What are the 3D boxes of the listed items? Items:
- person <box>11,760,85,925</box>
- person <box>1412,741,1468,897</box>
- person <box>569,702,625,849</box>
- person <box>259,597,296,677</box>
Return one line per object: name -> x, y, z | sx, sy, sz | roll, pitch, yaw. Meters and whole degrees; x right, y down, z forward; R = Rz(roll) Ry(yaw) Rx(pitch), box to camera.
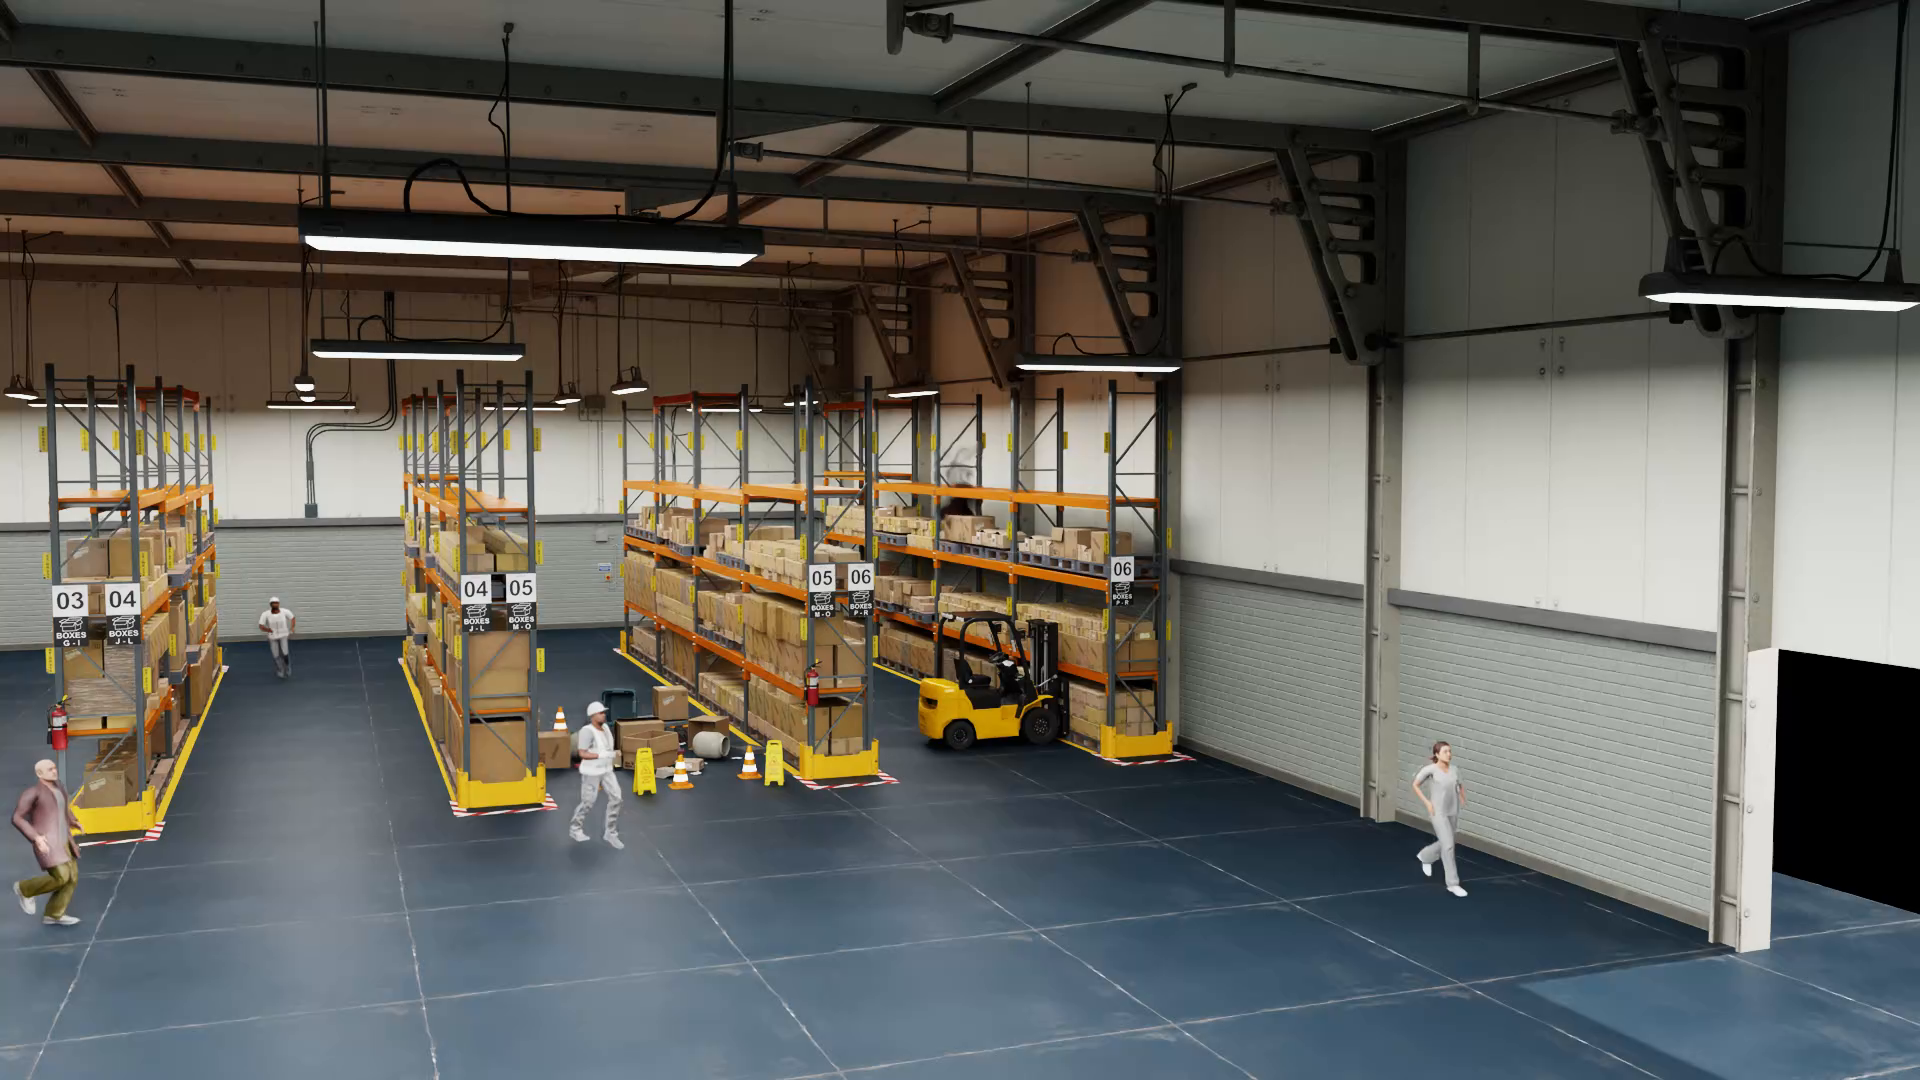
person -> -9.470, 3.135, 17.271 | 0.631, 1.726, 0.726 | 1, 3, 9
person -> 5.383, 3.070, 18.591 | 0.577, 1.649, 0.914 | -1, 4, -22
person -> -4.497, 2.910, 20.519 | 0.792, 1.839, 0.667 | 2, 4, 29
person -> -14.488, 2.065, 35.295 | 0.728, 1.725, 0.573 | -1, 4, -22
